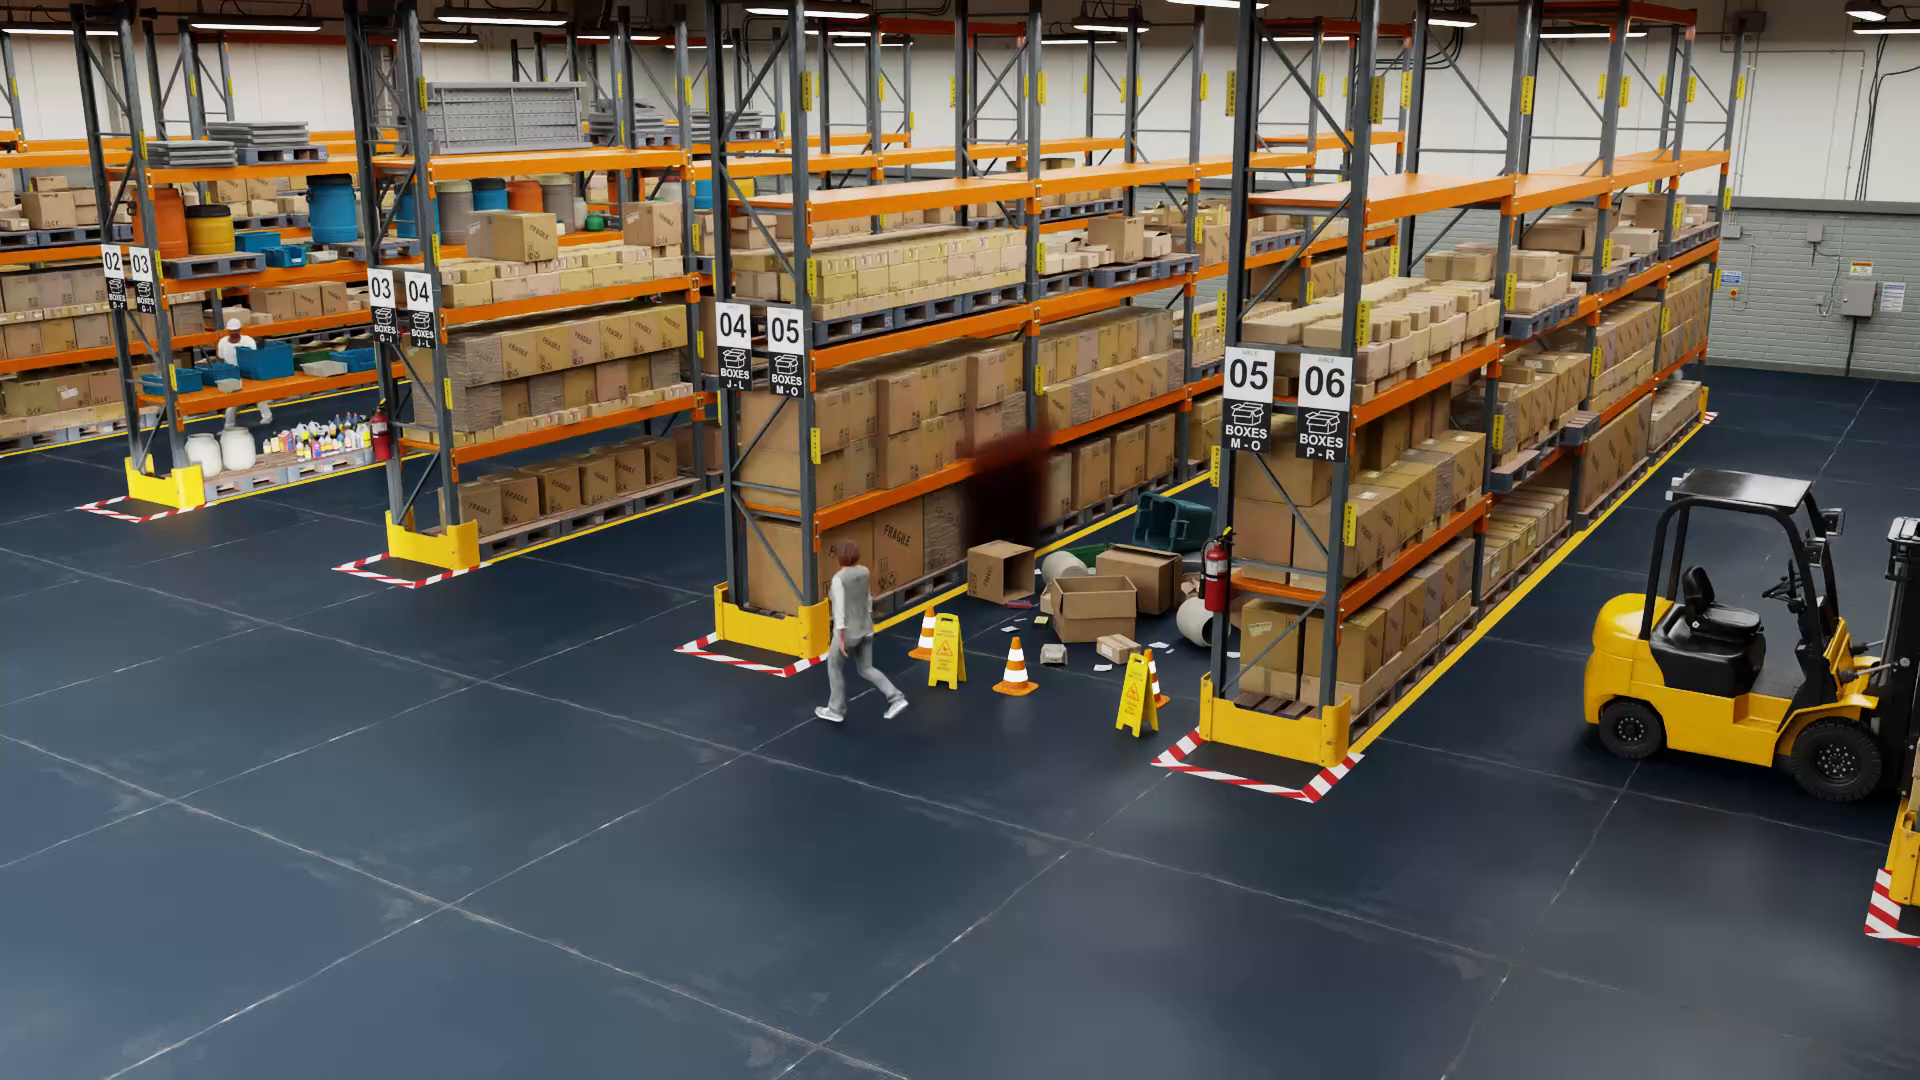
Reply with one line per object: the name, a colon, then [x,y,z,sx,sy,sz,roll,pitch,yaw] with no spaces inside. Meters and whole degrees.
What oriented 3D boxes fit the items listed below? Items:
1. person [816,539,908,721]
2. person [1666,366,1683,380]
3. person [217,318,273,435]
person: [-0.832,0.767,13.499,0.847,1.558,0.416,10,19,33]
person: [12.160,-3.321,28.046,0.423,1.594,1.076,-3,16,-10]
person: [-10.738,-2.458,24.806,0.647,1.708,1.122,2,16,6]
